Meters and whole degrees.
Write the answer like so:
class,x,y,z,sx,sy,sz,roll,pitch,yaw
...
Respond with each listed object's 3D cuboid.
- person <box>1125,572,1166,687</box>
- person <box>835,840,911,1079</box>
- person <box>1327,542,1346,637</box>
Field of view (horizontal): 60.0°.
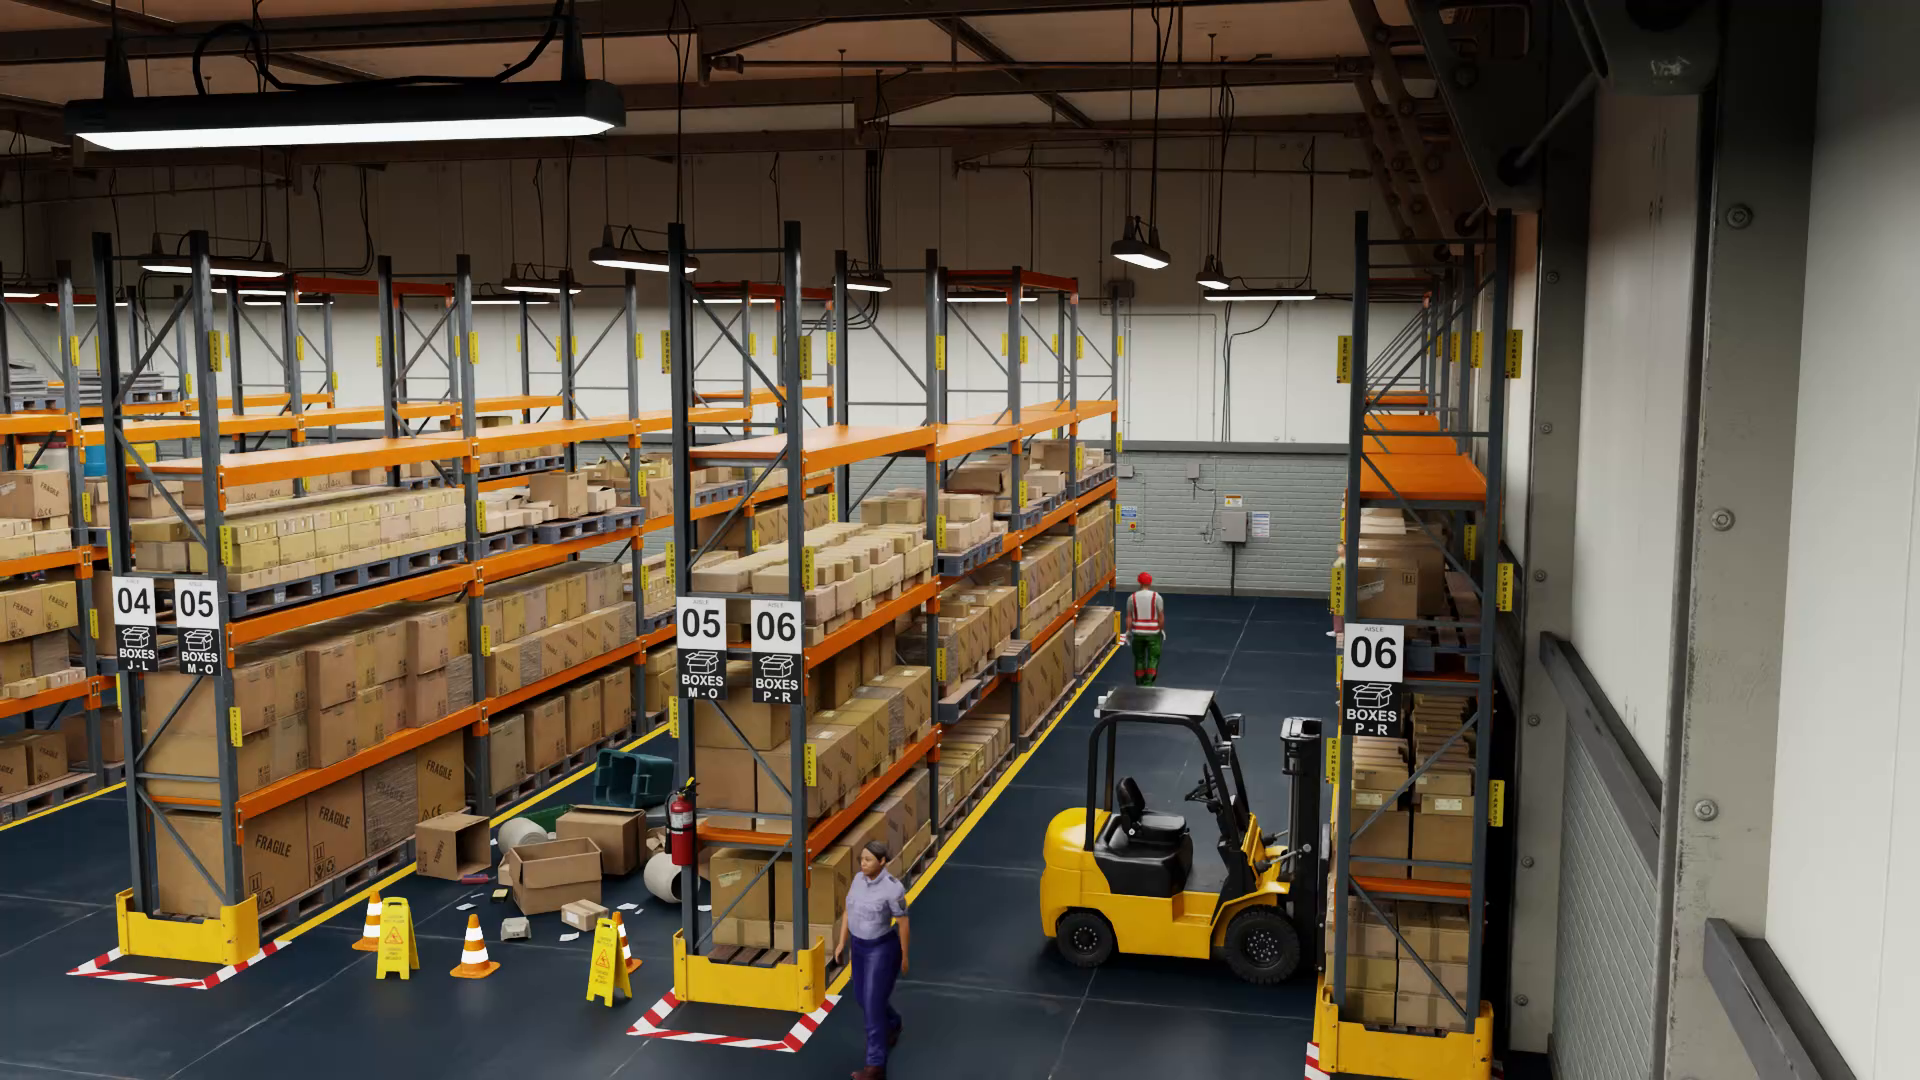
class,x,y,z,sx,sy,sz,roll,pitch,yaw
person,2.666,1.360,23.990,0.570,1.790,0.568,2,7,17
person,-0.596,2.942,11.842,0.789,1.605,0.606,-6,9,-40
person,6.611,0.835,28.626,0.547,1.659,0.465,1,7,11
